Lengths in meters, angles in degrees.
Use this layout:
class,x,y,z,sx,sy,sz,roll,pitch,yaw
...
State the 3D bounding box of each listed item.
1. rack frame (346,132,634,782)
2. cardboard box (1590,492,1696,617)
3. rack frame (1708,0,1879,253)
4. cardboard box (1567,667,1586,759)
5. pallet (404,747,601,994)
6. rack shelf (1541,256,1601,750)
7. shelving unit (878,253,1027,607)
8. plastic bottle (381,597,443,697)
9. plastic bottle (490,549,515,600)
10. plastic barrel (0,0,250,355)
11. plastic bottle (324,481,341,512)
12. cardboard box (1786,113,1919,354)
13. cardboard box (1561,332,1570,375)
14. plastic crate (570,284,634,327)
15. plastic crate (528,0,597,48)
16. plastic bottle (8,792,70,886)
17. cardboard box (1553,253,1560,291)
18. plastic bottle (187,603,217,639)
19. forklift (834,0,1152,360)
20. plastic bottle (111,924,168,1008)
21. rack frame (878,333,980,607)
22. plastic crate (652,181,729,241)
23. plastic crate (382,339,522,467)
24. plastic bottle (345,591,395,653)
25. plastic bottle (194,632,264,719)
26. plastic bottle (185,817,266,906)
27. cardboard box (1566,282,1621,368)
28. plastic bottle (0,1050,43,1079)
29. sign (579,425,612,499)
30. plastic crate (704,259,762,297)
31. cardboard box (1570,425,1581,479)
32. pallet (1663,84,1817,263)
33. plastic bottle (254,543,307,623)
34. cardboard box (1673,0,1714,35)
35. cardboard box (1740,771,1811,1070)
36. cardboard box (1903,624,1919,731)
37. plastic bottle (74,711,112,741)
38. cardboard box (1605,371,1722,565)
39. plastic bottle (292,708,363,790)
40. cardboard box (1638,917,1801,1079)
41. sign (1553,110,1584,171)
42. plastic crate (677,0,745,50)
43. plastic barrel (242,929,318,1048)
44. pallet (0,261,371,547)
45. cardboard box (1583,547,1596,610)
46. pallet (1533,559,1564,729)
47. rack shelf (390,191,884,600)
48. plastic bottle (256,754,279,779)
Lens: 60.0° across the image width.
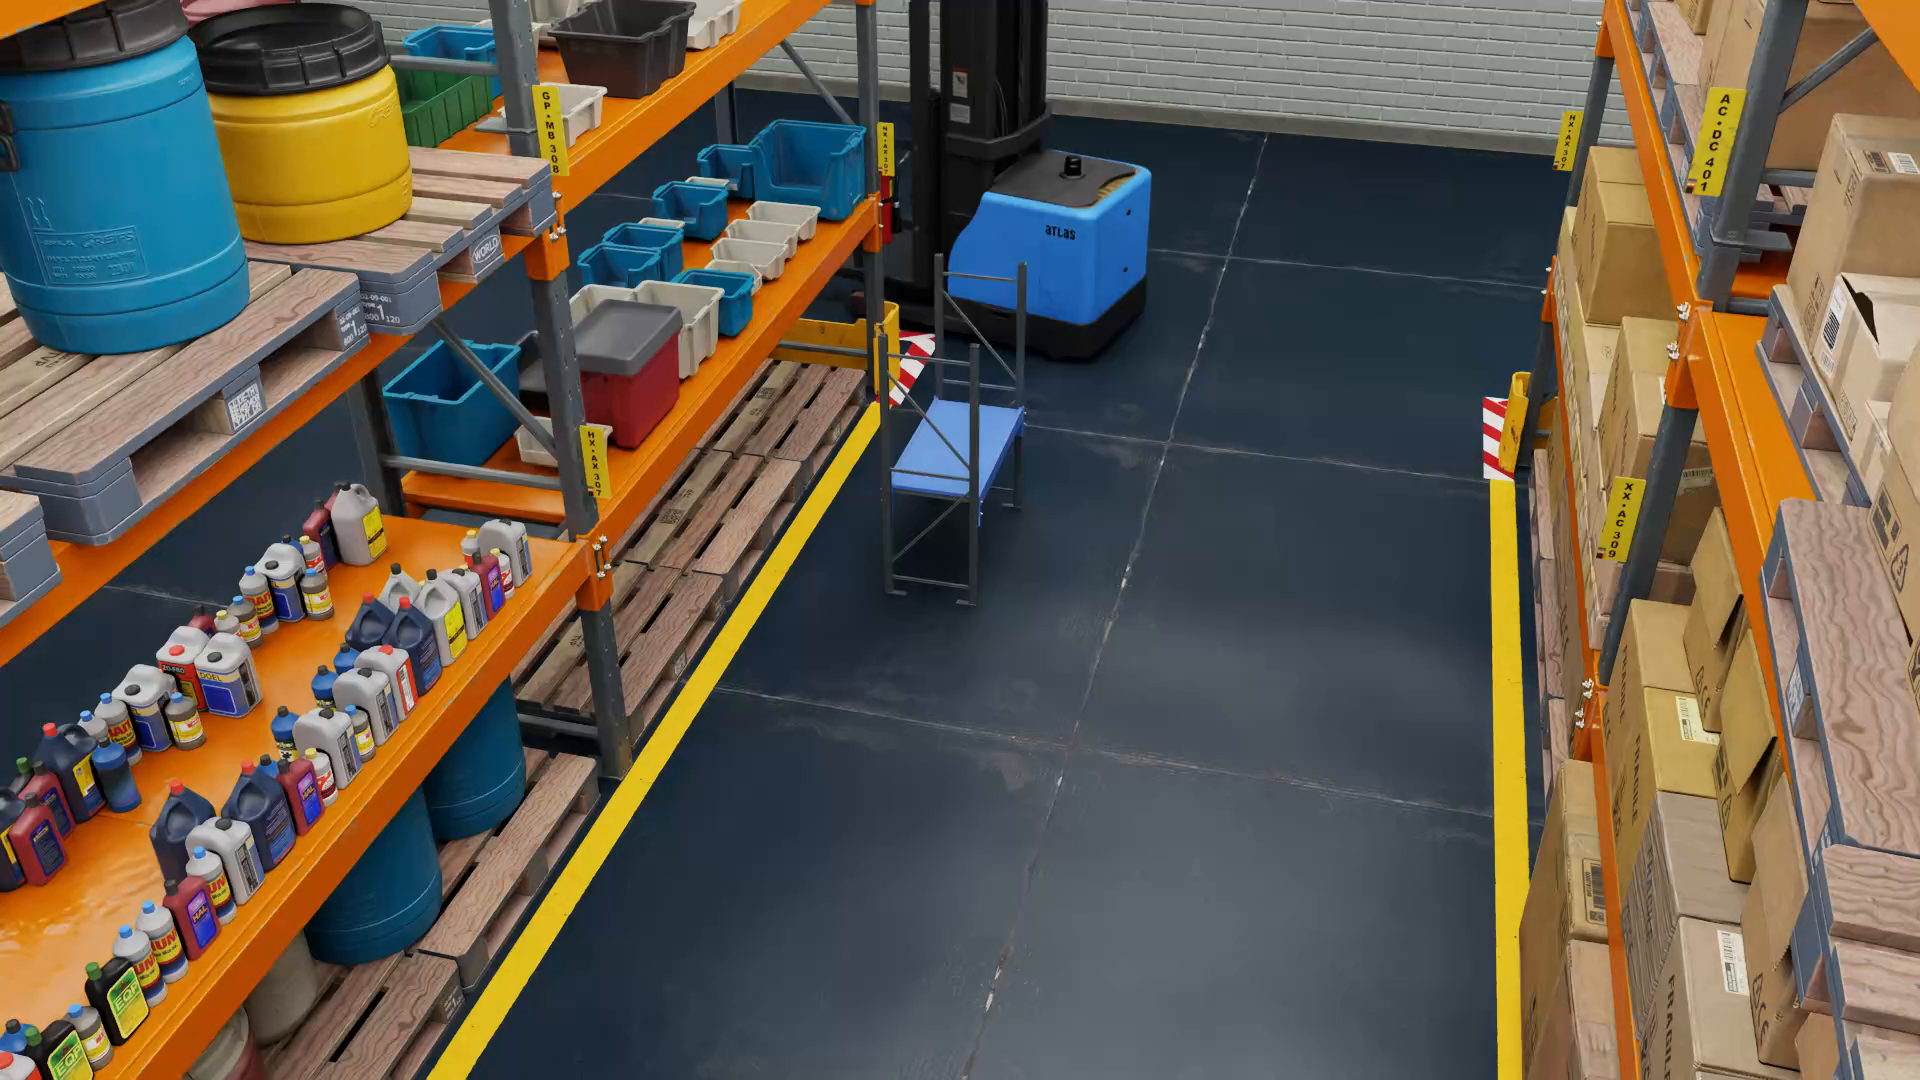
class,x,y,z,sx,sy,sz,roll,pitch,yaw
rack frame,-1.996,-0.270,6.878,1.000,3.000,0.127,8,33,12
cardboard box,2.653,0.078,6.195,0.500,0.250,0.500,7,33,11
rack frame,2.794,-2.127,4.208,1.000,3.000,0.127,8,33,12
cardboard box,3.039,0.793,6.796,0.875,0.875,0.875,8,33,12
pallet,-2.232,1.302,7.005,1.003,0.211,1.213,8,33,12
rack shelf,3.302,-0.330,7.643,1.077,0.370,4.000,8,33,12
shelving unit,-0.022,-0.589,8.778,0.538,1.500,1.048,8,33,12
plastic bottle,-1.960,0.369,5.920,0.144,0.351,0.185,8,33,12
plastic bottle,-1.787,0.127,6.440,0.097,0.201,0.097,0,32,0
plastic barrel,-2.282,-1.018,4.400,0.600,0.901,0.708,8,33,12
plastic bottle,-2.502,-0.088,6.702,0.061,0.283,0.133,8,33,12
cardboard box,2.657,-0.778,4.398,0.700,0.500,0.500,9,33,14
cardboard box,3.141,-0.892,8.092,0.380,0.149,0.250,7,33,11
plastic crate,-1.845,-1.128,8.419,0.293,0.136,0.466,8,33,12
plastic crate,-1.842,-2.453,7.627,0.437,0.282,0.530,8,33,12
plastic bottle,-2.845,0.918,5.119,0.061,0.283,0.133,8,33,12
cardboard box,3.400,-1.426,8.931,0.380,0.149,0.250,8,33,13
plastic bottle,-2.727,0.373,5.977,0.061,0.283,0.133,8,33,12
forklift,-0.234,-2.999,11.236,3.031,2.935,1.130,16,36,24
plastic bottle,-2.323,1.194,4.695,0.097,0.271,0.097,0,32,0
rack frame,-0.151,-0.325,8.363,0.500,1.500,0.032,8,33,12
plastic crate,-1.529,-1.875,9.504,0.416,0.233,0.300,8,33,12
plastic crate,-2.208,-0.577,7.321,0.392,0.384,0.575,8,33,12
plastic bottle,-2.099,0.349,5.951,0.144,0.351,0.185,8,33,12
plastic bottle,-2.570,0.472,5.827,0.152,0.276,0.135,8,33,12
plastic bottle,-2.237,0.958,5.062,0.152,0.276,0.135,8,33,12
cardboard box,3.170,-0.990,7.874,0.500,0.250,0.500,7,33,11
plastic bottle,-2.472,1.438,4.308,0.152,0.276,0.135,8,33,12
sign,-1.465,-0.311,6.685,0.100,0.325,0.005,8,33,12
plastic crate,-1.205,-1.359,8.782,0.298,0.136,0.250,8,33,12
cardboard box,2.881,-0.359,7.253,0.380,0.149,0.250,7,33,12
pallet,3.012,-1.247,5.702,1.003,0.211,1.213,8,33,12
plastic bottle,-2.575,0.161,6.317,0.152,0.276,0.135,8,33,12
cardboard box,3.386,-2.371,6.810,0.700,0.500,0.500,6,33,9
cardboard box,2.312,0.951,3.930,0.797,0.503,0.637,9,34,14
cardboard box,1.998,0.209,2.845,0.500,0.500,0.500,10,34,15
plastic bottle,-2.857,0.681,5.503,0.097,0.271,0.097,0,32,0
cardboard box,2.652,-0.249,6.009,0.500,0.500,0.500,9,34,14
plastic bottle,-2.097,0.673,5.512,0.152,0.276,0.135,8,33,12
cardboard box,2.056,1.357,4.227,0.500,0.500,0.500,9,33,13
sign,3.274,-2.148,8.953,0.100,0.325,0.005,8,33,12
plastic crate,-1.266,-2.394,7.669,0.437,0.136,0.530,8,33,12
plastic barrel,-2.560,1.531,5.973,0.421,0.512,0.421,0,32,0
pallet,-2.386,-0.447,4.537,1.003,0.211,1.213,8,33,12
cardboard box,2.620,0.174,6.415,0.380,0.149,0.250,9,33,13
pallet,3.371,0.562,8.169,1.003,0.211,1.213,8,33,12
rack shelf,-1.489,-1.004,8.704,1.077,0.370,4.000,8,33,12
plastic bottle,-2.193,0.800,5.316,0.097,0.271,0.097,0,32,0
